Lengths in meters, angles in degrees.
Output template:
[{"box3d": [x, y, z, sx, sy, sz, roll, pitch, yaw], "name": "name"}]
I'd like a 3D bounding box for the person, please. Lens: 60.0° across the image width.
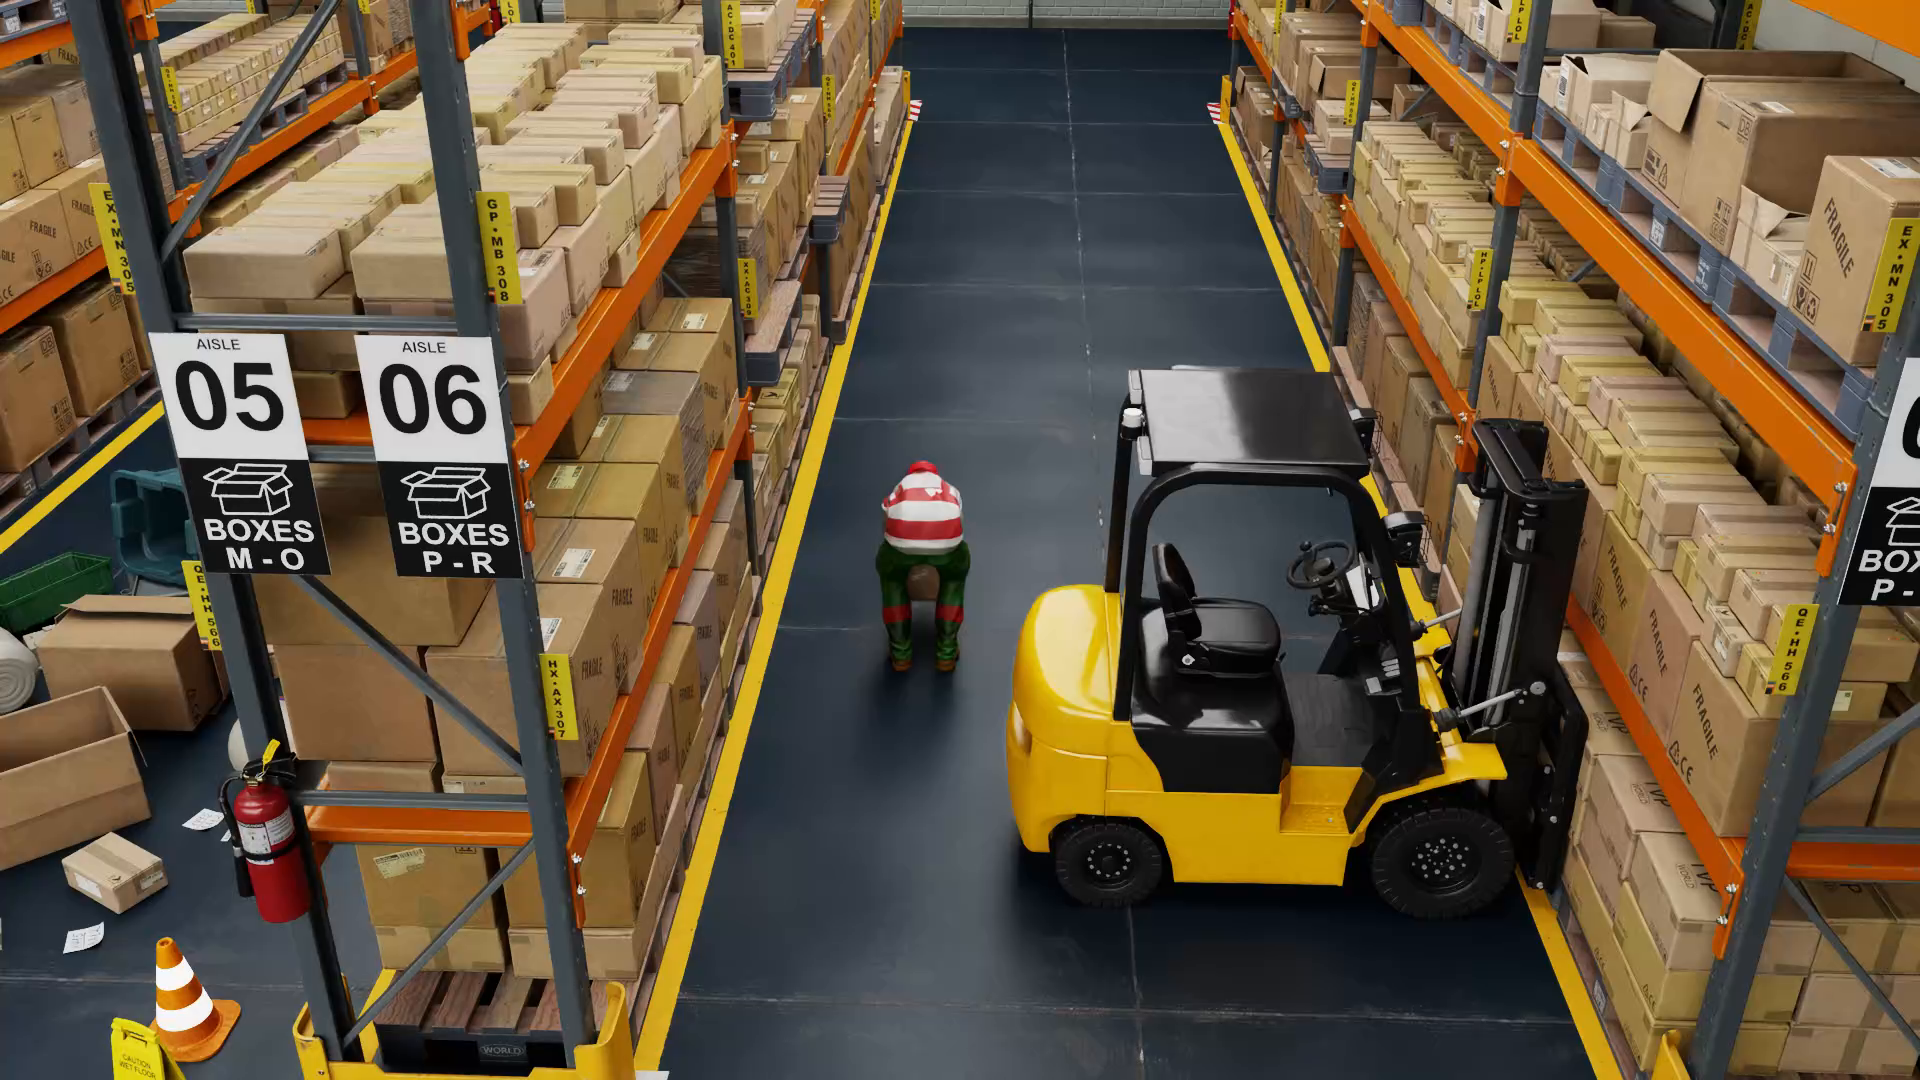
[{"box3d": [-0.207, 0.070, 9.190, 0.505, 1.106, 0.965, -1, 28, -2], "name": "person"}]
